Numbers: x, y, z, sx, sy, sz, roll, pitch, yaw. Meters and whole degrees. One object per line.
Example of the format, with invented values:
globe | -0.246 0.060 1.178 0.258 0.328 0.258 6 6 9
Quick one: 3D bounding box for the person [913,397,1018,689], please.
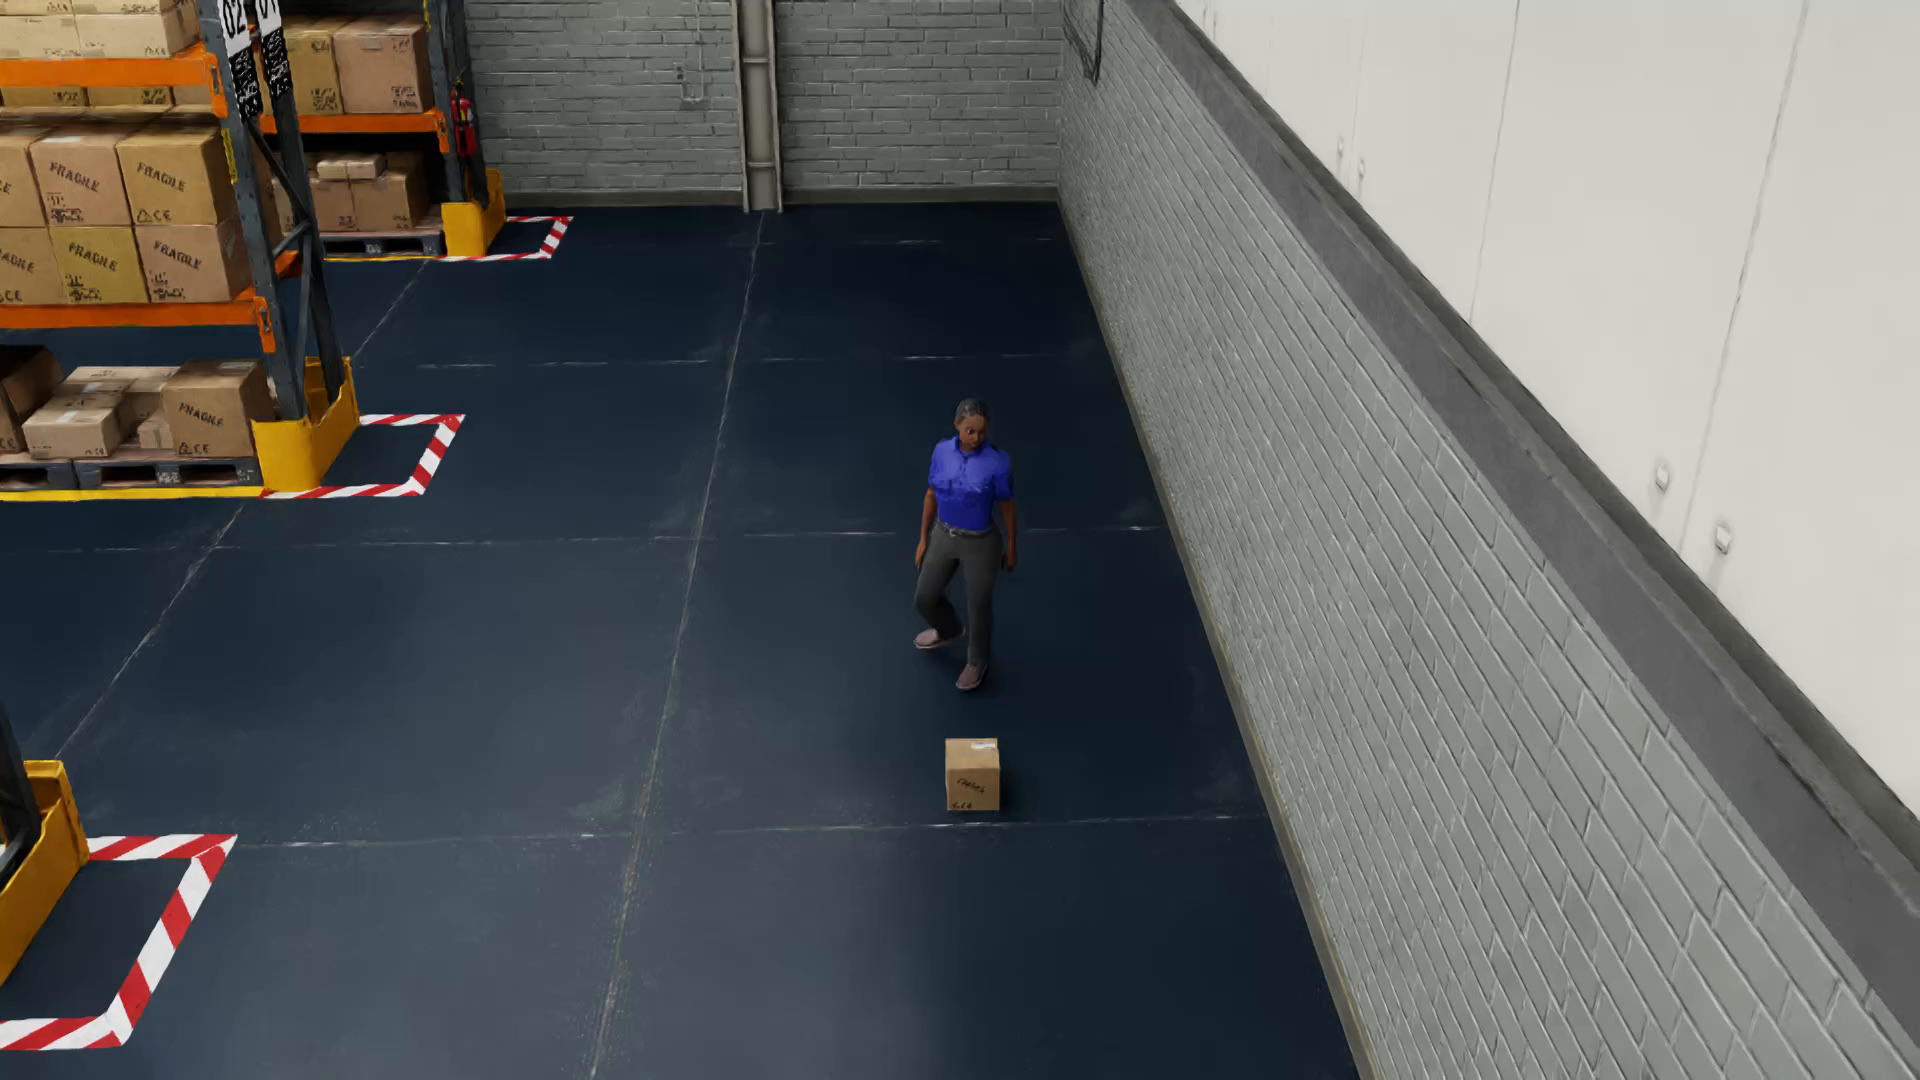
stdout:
person | 0.000 -0.016 8.619 0.637 1.651 0.433 13 30 23
